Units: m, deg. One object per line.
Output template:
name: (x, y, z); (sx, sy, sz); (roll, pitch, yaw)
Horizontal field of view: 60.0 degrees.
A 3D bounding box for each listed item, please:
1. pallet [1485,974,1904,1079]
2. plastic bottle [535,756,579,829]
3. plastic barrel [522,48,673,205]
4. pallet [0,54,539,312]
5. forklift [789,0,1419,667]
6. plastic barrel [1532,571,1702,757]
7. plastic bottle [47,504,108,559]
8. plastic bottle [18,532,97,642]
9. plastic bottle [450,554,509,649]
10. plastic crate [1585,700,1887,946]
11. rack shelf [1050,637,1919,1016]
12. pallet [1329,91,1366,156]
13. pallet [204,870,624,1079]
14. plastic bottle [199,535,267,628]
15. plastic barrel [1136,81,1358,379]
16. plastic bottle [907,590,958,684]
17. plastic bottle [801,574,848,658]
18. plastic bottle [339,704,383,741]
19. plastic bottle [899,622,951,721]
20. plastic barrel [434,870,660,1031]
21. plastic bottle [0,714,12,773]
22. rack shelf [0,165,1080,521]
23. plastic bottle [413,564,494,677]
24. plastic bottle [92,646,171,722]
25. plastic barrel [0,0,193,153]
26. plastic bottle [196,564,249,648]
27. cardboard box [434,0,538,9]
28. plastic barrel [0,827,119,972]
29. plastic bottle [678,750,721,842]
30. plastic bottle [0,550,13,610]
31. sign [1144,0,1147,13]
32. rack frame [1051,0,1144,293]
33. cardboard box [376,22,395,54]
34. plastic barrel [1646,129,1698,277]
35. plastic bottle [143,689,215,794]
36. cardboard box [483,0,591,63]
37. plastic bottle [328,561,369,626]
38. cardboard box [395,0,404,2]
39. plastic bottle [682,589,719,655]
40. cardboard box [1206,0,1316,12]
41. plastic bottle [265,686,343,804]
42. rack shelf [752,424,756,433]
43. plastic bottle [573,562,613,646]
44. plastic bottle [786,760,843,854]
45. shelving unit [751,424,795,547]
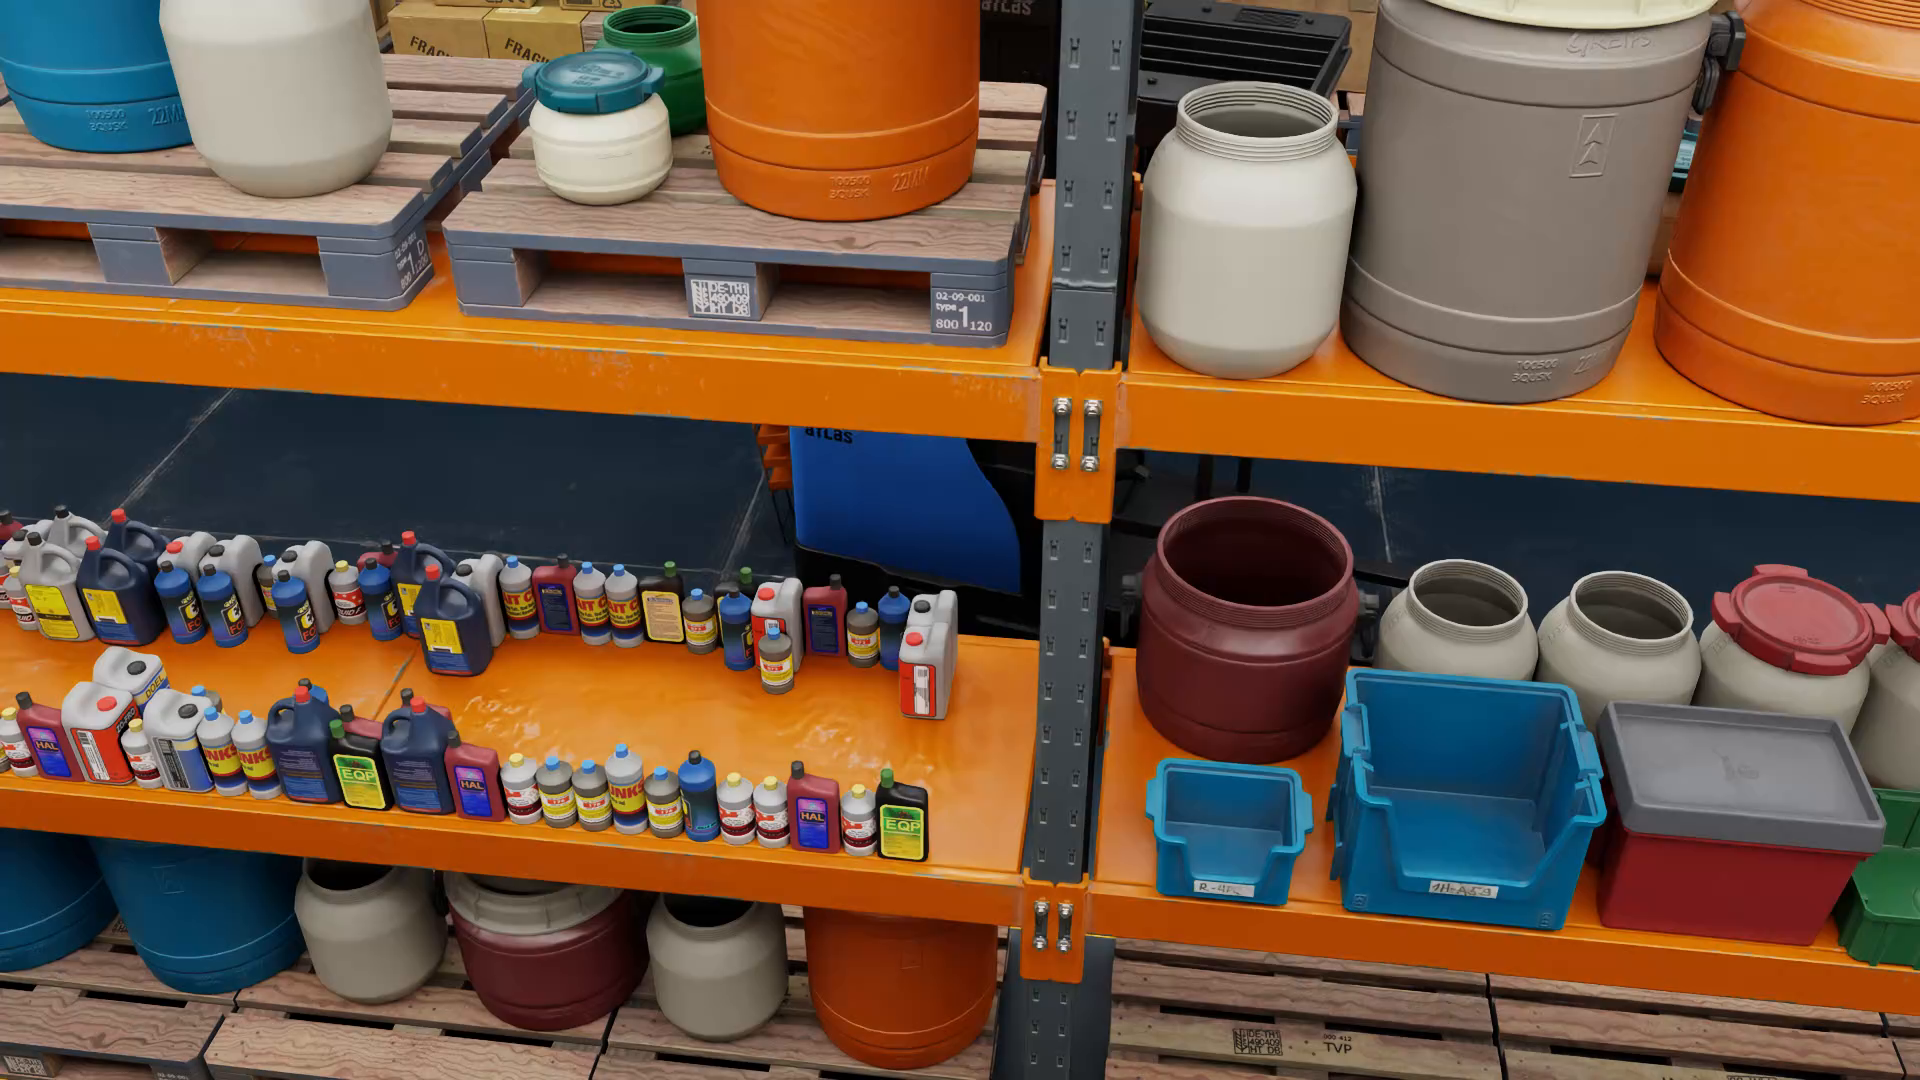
pallet: (2.277, 1.749, 5.118); (1.213, 0.211, 1.003); (4, 36, 6)
plastic bottle: (-1.069, 0.660, 4.414); (0.097, 0.201, 0.097); (0, 36, 0)
plastic barrel: (-0.775, -0.888, 3.587); (0.301, 0.262, 0.301); (0, 36, 0)
pallet: (-1.745, -0.913, 4.028); (1.213, 0.211, 1.003); (4, 36, 6)
forklift: (0.847, -0.904, 6.493); (3.031, 2.935, 1.130); (12, 37, 16)
plastic barrel: (1.772, 0.381, 4.537); (0.421, 0.512, 0.421); (0, 36, 0)
plastic bottle: (-2.707, 0.046, 5.146); (0.185, 0.351, 0.144); (4, 36, 6)
plastic bottle: (-2.725, 0.129, 5.029); (0.185, 0.351, 0.144); (4, 36, 6)
plastic bottle: (-1.457, 0.172, 5.033); (0.135, 0.276, 0.152); (4, 36, 6)
plastic crate: (1.871, 0.712, 4.115); (0.583, 0.464, 0.402); (4, 36, 6)
rack shelf: (2.291, 0.883, 4.549); (4.000, 0.370, 1.077); (4, 36, 6)
pallet: (1.658, -2.342, 8.614); (1.003, 0.211, 1.213); (4, 36, 6)
pallet: (-1.687, 1.452, 5.534); (1.213, 0.211, 1.003); (4, 36, 6)
plastic bottle: (-2.232, 0.114, 5.114); (0.135, 0.276, 0.152); (4, 36, 6)
plastic barrel: (0.576, -0.624, 3.364); (0.421, 0.512, 0.421); (0, 36, 0)
plastic bottle: (-0.081, 0.275, 4.890); (0.135, 0.276, 0.152); (4, 36, 6)
plastic bottle: (-0.401, 0.221, 4.958); (0.133, 0.283, 0.061); (4, 36, 6)
plastic bottle: (-1.590, 0.563, 4.480); (0.133, 0.283, 0.061); (4, 36, 6)
plastic bottle: (-0.100, 0.363, 4.767); (0.135, 0.276, 0.152); (4, 36, 6)
plastic barrel: (-1.301, 1.143, 5.280); (0.708, 0.588, 0.600); (4, 36, 6)
plastic bottle: (-2.679, 0.540, 4.582); (0.097, 0.201, 0.097); (0, 36, 0)
rack shelf: (-1.677, -0.633, 4.093); (4.000, 0.370, 1.077); (4, 36, 6)
plastic bottle: (-1.500, 0.225, 4.895); (0.185, 0.351, 0.144); (4, 36, 6)
plastic bottle: (-2.312, 0.432, 4.670); (0.135, 0.276, 0.152); (4, 36, 6)
plastic barrel: (-1.948, -1.411, 3.770); (0.708, 0.901, 0.600); (4, 36, 6)
plastic bottle: (-2.230, 0.190, 5.013); (0.097, 0.271, 0.097); (0, 36, 0)
cardboard box: (-2.395, -3.114, 8.581); (0.637, 0.503, 0.797); (3, 36, 5)
plastic barrel: (-3.123, 0.880, 5.380); (0.708, 0.901, 0.600); (4, 36, 6)
plastic bottle: (-0.683, 0.660, 4.353); (0.097, 0.271, 0.097); (0, 36, 0)
plastic bottle: (-2.985, 0.108, 5.187); (0.097, 0.201, 0.097); (0, 36, 0)
sign: (0.870, -2.562, 7.762); (0.005, 0.325, 0.100); (4, 36, 6)
rack frame: (0.307, -1.999, 2.805); (0.127, 3.000, 1.000); (4, 36, 6)
cardboard box: (-3.281, -2.818, 9.333); (0.250, 0.149, 0.380); (4, 36, 6)
plastic barrel: (1.598, -0.762, 3.773); (0.301, 0.262, 0.301); (0, 36, 0)
plastic bottle: (-2.101, 0.537, 4.523); (0.135, 0.276, 0.152); (4, 36, 6)
cardboard box: (-2.106, -2.533, 8.631); (0.500, 0.500, 0.500); (4, 36, 6)
plastic bottle: (-1.884, 0.155, 5.122); (0.097, 0.201, 0.097); (0, 36, 0)
cardboard box: (-4.528, -4.540, 13.621); (0.250, 0.149, 0.380); (3, 36, 4)
plastic bottle: (-0.784, 0.237, 5.007); (0.097, 0.201, 0.097); (0, 36, 0)
cardboard box: (1.478, -2.606, 8.372); (0.500, 0.500, 0.500); (0, 36, 0)
plastic bottle: (-1.750, 0.535, 4.461); (0.185, 0.351, 0.144); (4, 36, 6)
rack shelf: (-0.818, -0.593, 7.406); (0.180, 0.103, 0.258); (-5, 35, 10)
plastic bottle: (-1.109, 0.184, 5.021); (0.097, 0.271, 0.097); (0, 36, 0)
plastic bottle: (-0.378, 0.689, 4.303); (0.133, 0.283, 0.061); (4, 36, 6)
shelving unit: (-0.805, -0.532, 7.448); (0.189, 1.200, 0.258); (-5, 35, 10)
